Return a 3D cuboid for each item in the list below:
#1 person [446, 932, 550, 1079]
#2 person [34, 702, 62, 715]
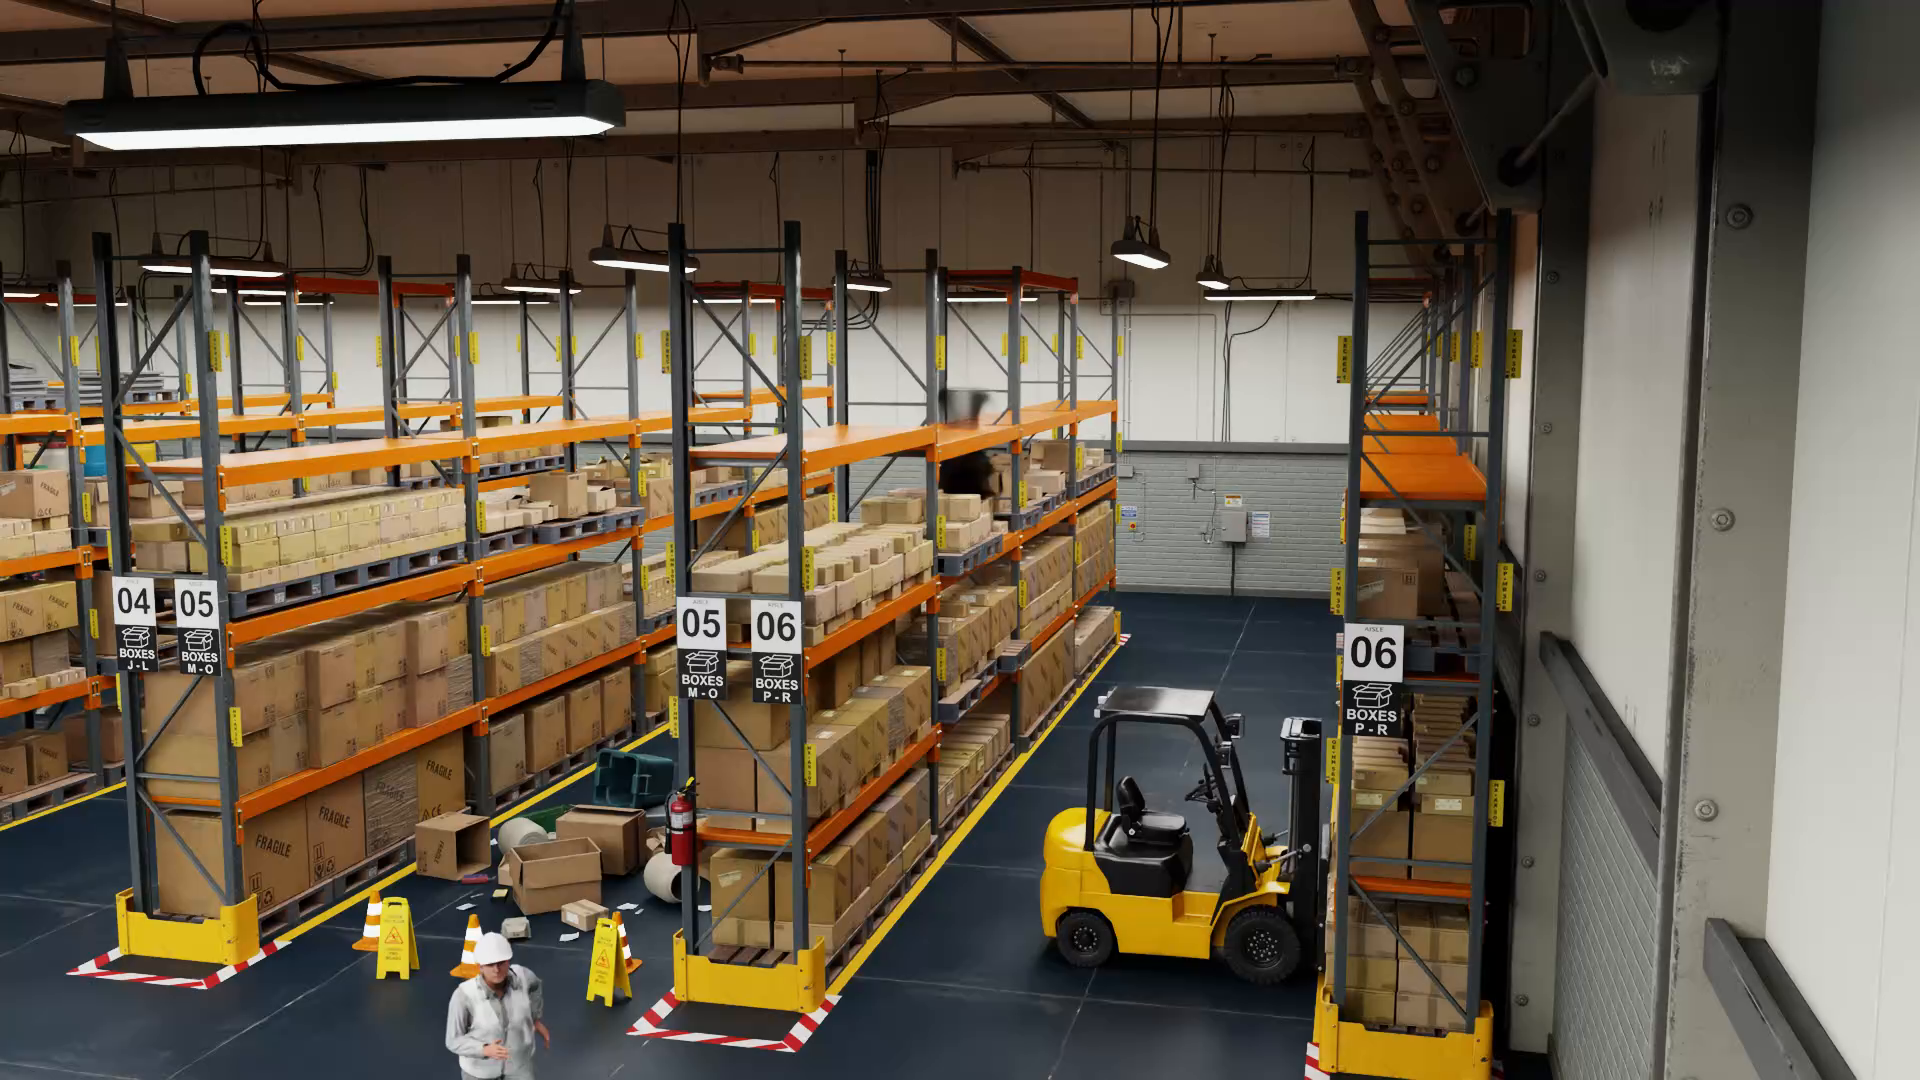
[{"bbox_3d":[-2.752,3.124,9.932,0.651,1.710,0.961,-3,8,-26],"label":"person"},{"bbox_3d":[-12.621,1.522,22.905,0.558,1.625,0.943,-1,7,-6],"label":"person"}]
